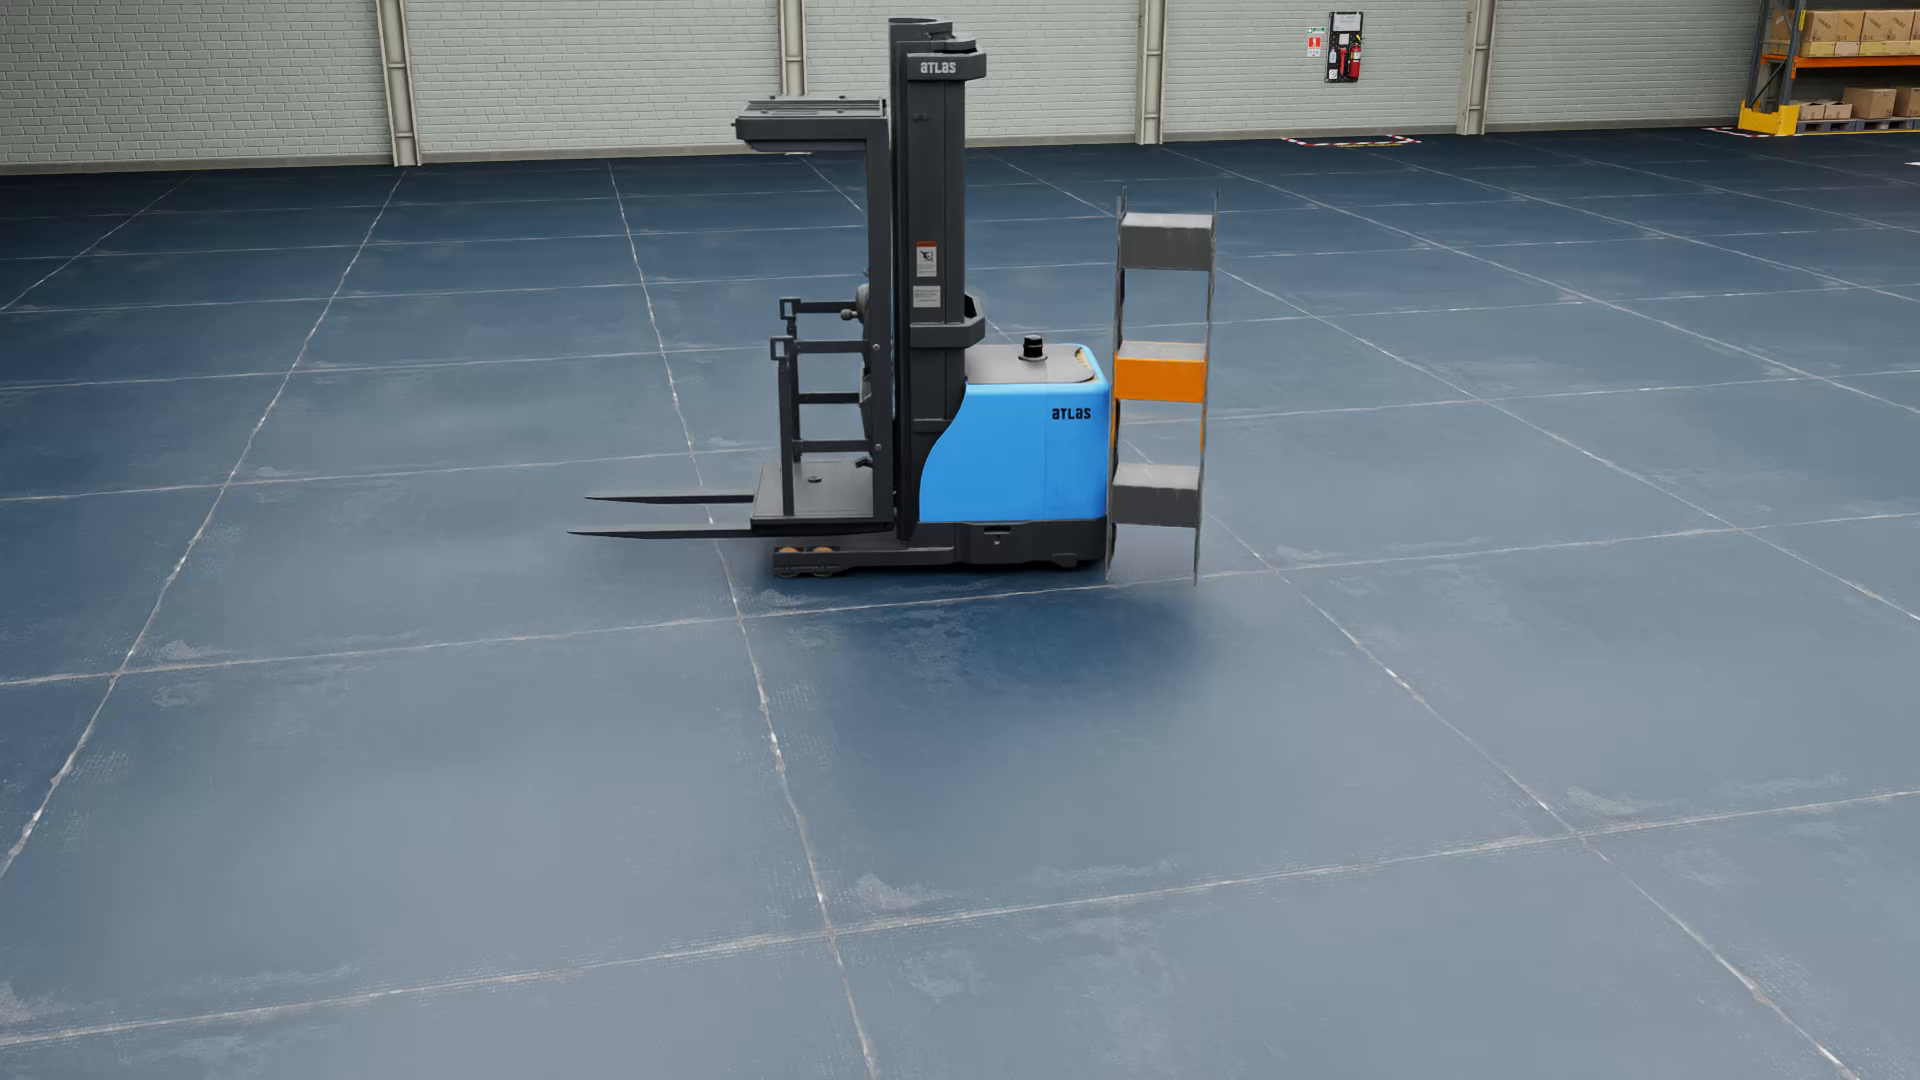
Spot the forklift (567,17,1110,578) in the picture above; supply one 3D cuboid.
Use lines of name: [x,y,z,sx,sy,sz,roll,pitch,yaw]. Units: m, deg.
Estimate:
forklift: [-0.703,-1.352,9.243,3.031,2.935,1.130,-1,20,-3]

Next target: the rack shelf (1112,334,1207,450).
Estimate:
rack shelf: [1.087,-0.804,8.996,0.480,0.518,0.431,3,20,9]

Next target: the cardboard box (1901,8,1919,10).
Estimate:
cardboard box: [17.270,-9.339,30.047,0.500,0.500,0.500,-5,21,-13]

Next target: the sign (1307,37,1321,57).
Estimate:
sign: [6.055,-8.433,28.424,0.234,0.329,0.001,-5,21,-12]

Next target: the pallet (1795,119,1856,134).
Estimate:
pallet: [15.260,-7.488,29.948,1.213,0.211,1.003,-5,21,-12]

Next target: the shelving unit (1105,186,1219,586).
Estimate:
shelving unit: [1.087,-0.817,8.992,0.503,2.100,0.431,3,20,9]

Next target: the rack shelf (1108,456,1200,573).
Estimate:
rack shelf: [1.087,-0.147,9.237,0.480,0.518,0.431,3,20,9]

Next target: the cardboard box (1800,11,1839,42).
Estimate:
cardboard box: [14.921,-8.967,29.031,0.500,0.500,0.500,-5,21,-12]

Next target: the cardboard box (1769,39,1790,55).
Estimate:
cardboard box: [14.798,-8.779,29.609,0.500,0.250,0.500,-4,21,-12]

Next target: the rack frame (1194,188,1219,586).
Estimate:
rack frame: [1.327,-0.802,8.952,0.015,2.100,0.400,3,20,9]

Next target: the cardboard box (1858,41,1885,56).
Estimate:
cardboard box: [15.934,-8.694,29.376,0.500,0.250,0.500,-5,21,-13]

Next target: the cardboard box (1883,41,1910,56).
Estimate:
cardboard box: [16.427,-8.733,29.484,0.500,0.250,0.500,-4,21,-12]

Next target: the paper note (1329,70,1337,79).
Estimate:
paper note: [6.429,-8.021,28.631,0.142,0.148,0.016,-5,21,-12]

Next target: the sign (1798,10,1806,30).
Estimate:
sign: [14.512,-8.963,28.664,0.005,0.325,0.100,-5,21,-12]

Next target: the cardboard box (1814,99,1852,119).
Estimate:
cardboard box: [15.636,-7.752,29.886,0.500,0.311,0.500,-3,20,-8]

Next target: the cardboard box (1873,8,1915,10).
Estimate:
cardboard box: [16.784,-9.302,29.945,0.500,0.500,0.500,-4,21,-11]

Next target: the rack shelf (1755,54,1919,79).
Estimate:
rack shelf: [16.334,-8.559,29.865,4.000,0.370,1.077,-5,21,-12]

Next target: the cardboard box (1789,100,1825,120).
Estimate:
cardboard box: [15.081,-7.707,29.763,0.500,0.311,0.500,-7,21,-19]

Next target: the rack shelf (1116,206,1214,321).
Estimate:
rack shelf: [1.087,-1.461,8.756,0.480,0.518,0.431,3,20,9]

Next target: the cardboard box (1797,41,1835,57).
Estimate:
cardboard box: [14.935,-8.610,29.146,0.500,0.250,0.500,-5,21,-14]

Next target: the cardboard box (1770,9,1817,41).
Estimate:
cardboard box: [14.797,-9.138,29.498,0.500,0.500,0.500,-5,21,-13]

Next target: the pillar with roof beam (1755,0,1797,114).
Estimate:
pillar with roof beam: [15.860,-10.459,25.285,0.400,9.000,9.100,-5,21,-12]

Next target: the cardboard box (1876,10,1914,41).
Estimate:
cardboard box: [16.408,-9.086,29.357,0.500,0.500,0.500,-4,20,-11]

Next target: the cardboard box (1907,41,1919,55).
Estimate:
cardboard box: [16.916,-8.773,29.593,0.500,0.250,0.500,-5,21,-13]

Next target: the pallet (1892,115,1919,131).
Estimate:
pallet: [17.634,-7.681,30.475,1.213,0.211,1.003,-5,21,-12]

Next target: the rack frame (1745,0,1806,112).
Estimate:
rack frame: [14.387,-8.738,29.309,0.127,3.000,1.000,-5,21,-12]

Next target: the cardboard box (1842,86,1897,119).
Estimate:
cardboard box: [16.362,-7.882,29.966,0.500,0.500,0.700,-6,21,-16]

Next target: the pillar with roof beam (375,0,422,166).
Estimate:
pillar with roof beam: [-7.496,-8.560,20.099,0.400,9.000,9.100,-5,21,-12]

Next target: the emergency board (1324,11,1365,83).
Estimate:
emergency board: [6.617,-8.426,28.455,0.643,1.169,0.194,-5,21,-12]

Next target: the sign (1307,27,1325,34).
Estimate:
sign: [6.061,-8.679,28.325,0.331,0.109,0.001,-5,21,-12]

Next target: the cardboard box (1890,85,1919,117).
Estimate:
cardboard box: [17.279,-7.992,30.267,0.500,0.500,0.500,-6,21,-17]

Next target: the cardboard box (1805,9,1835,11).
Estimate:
cardboard box: [15.289,-9.175,29.598,0.500,0.500,0.500,-4,21,-12]

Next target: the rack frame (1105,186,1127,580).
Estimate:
rack frame: [0.846,-0.831,9.031,0.015,2.100,0.400,3,20,9]

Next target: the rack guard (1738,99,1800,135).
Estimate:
rack guard: [14.461,-7.571,29.755,0.348,0.500,1.175,-5,21,-12]

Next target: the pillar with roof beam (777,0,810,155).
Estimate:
pillar with roof beam: [-1.657,-9.035,21.396,0.400,9.000,9.100,-5,21,-12]

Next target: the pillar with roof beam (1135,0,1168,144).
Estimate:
pillar with roof beam: [4.182,-9.510,22.692,0.400,9.000,9.100,-5,21,-12]

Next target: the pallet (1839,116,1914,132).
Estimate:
pallet: [16.445,-7.583,30.208,1.213,0.211,1.003,-5,21,-12]

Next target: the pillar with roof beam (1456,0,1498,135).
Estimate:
pillar with roof beam: [10.021,-9.984,23.988,0.400,9.000,9.100,-5,21,-12]

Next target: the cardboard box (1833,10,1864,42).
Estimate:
cardboard box: [15.404,-9.003,29.128,0.500,0.500,0.500,-5,21,-12]

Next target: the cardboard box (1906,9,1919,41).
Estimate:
cardboard box: [16.914,-9.128,29.470,0.500,0.500,0.500,-5,21,-14]

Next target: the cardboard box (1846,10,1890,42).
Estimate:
cardboard box: [15.909,-9.041,29.234,0.500,0.500,0.500,-5,21,-14]

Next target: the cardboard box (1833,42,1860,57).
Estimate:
cardboard box: [15.437,-8.656,29.272,0.500,0.250,0.500,-5,21,-14]
